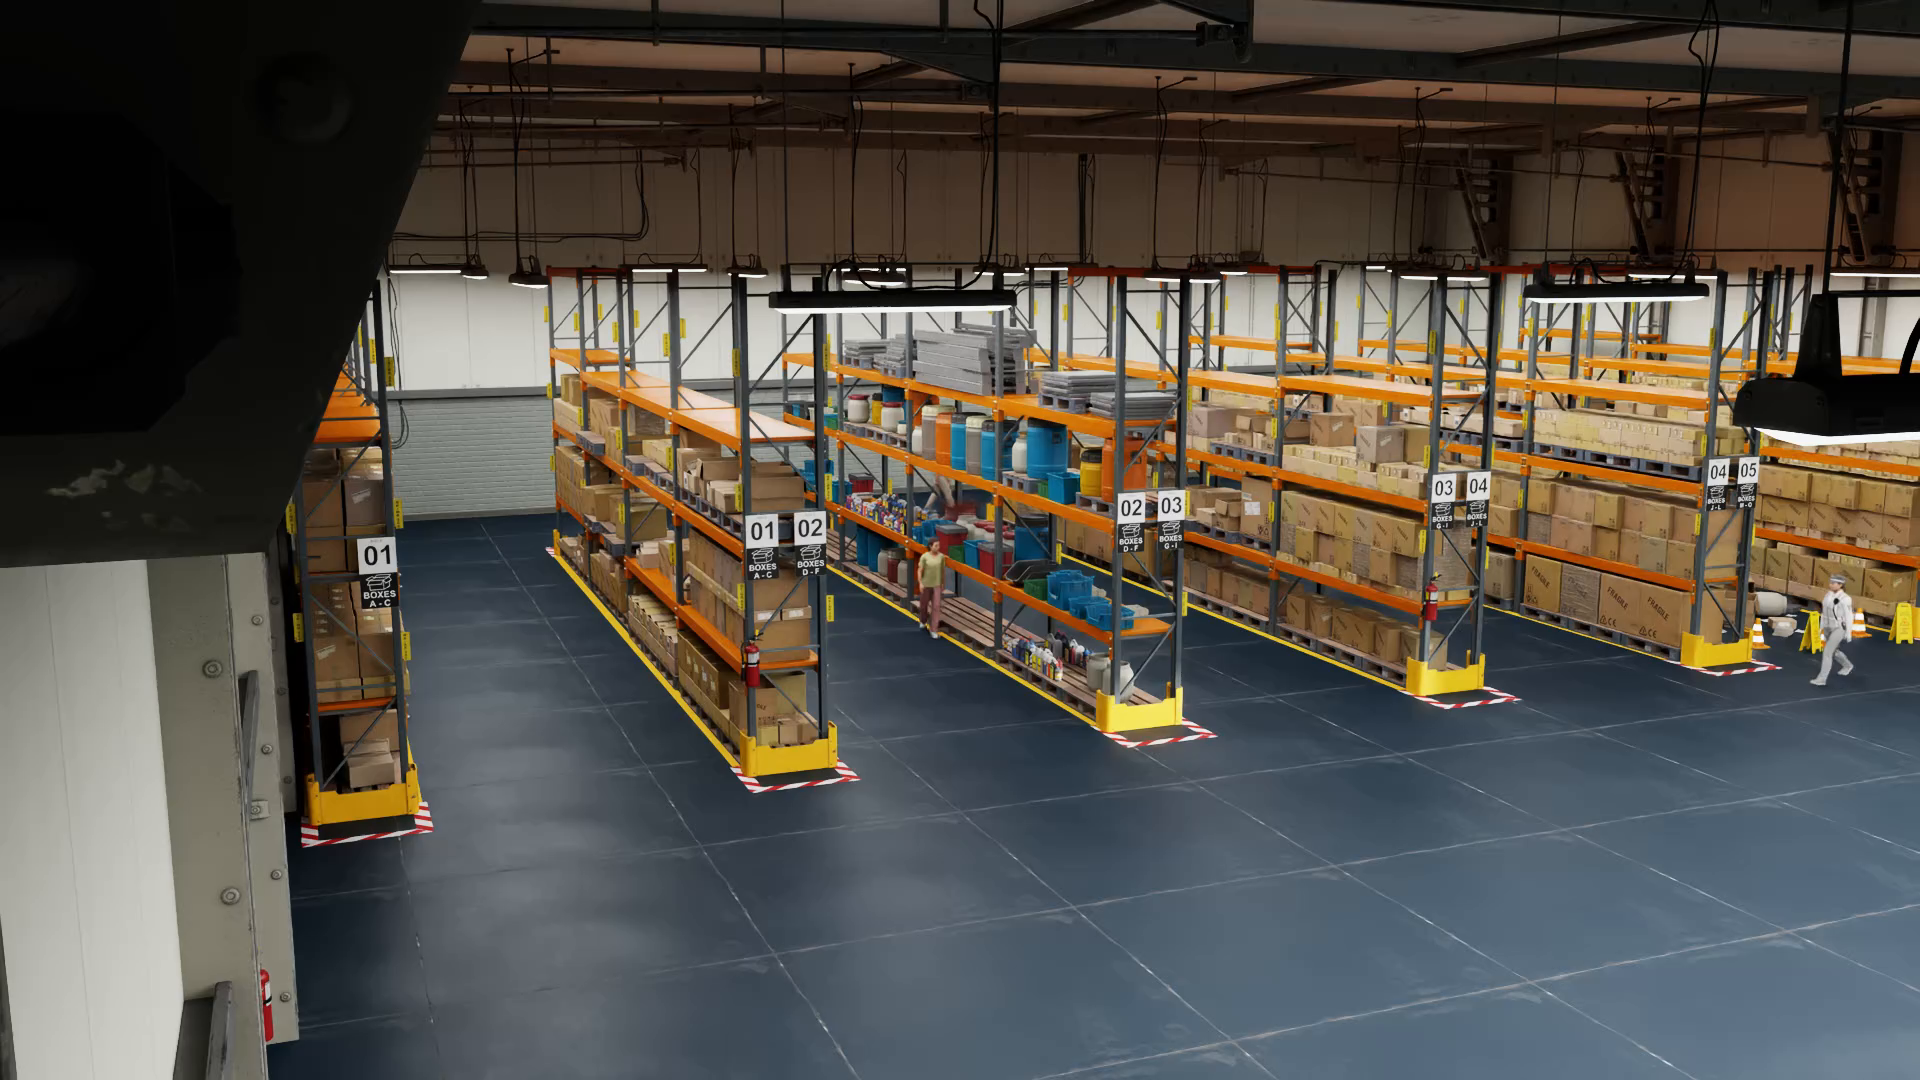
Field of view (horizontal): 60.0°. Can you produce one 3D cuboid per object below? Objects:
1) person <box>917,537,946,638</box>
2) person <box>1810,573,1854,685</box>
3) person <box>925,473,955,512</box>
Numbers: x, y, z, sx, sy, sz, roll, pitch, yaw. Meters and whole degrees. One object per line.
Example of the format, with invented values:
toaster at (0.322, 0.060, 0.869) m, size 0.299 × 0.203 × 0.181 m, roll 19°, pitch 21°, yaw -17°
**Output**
person at (-0.455, 0.763, 27.565) m, size 0.522 × 1.631 × 0.932 m, roll -3°, pitch 10°, yaw -16°
person at (12.902, 1.292, 24.446) m, size 0.970 × 1.637 × 0.486 m, roll -4°, pitch 11°, yaw -21°
person at (-0.388, -1.477, 40.195) m, size 0.975 × 1.686 × 0.555 m, roll 0°, pitch 10°, yaw 3°
